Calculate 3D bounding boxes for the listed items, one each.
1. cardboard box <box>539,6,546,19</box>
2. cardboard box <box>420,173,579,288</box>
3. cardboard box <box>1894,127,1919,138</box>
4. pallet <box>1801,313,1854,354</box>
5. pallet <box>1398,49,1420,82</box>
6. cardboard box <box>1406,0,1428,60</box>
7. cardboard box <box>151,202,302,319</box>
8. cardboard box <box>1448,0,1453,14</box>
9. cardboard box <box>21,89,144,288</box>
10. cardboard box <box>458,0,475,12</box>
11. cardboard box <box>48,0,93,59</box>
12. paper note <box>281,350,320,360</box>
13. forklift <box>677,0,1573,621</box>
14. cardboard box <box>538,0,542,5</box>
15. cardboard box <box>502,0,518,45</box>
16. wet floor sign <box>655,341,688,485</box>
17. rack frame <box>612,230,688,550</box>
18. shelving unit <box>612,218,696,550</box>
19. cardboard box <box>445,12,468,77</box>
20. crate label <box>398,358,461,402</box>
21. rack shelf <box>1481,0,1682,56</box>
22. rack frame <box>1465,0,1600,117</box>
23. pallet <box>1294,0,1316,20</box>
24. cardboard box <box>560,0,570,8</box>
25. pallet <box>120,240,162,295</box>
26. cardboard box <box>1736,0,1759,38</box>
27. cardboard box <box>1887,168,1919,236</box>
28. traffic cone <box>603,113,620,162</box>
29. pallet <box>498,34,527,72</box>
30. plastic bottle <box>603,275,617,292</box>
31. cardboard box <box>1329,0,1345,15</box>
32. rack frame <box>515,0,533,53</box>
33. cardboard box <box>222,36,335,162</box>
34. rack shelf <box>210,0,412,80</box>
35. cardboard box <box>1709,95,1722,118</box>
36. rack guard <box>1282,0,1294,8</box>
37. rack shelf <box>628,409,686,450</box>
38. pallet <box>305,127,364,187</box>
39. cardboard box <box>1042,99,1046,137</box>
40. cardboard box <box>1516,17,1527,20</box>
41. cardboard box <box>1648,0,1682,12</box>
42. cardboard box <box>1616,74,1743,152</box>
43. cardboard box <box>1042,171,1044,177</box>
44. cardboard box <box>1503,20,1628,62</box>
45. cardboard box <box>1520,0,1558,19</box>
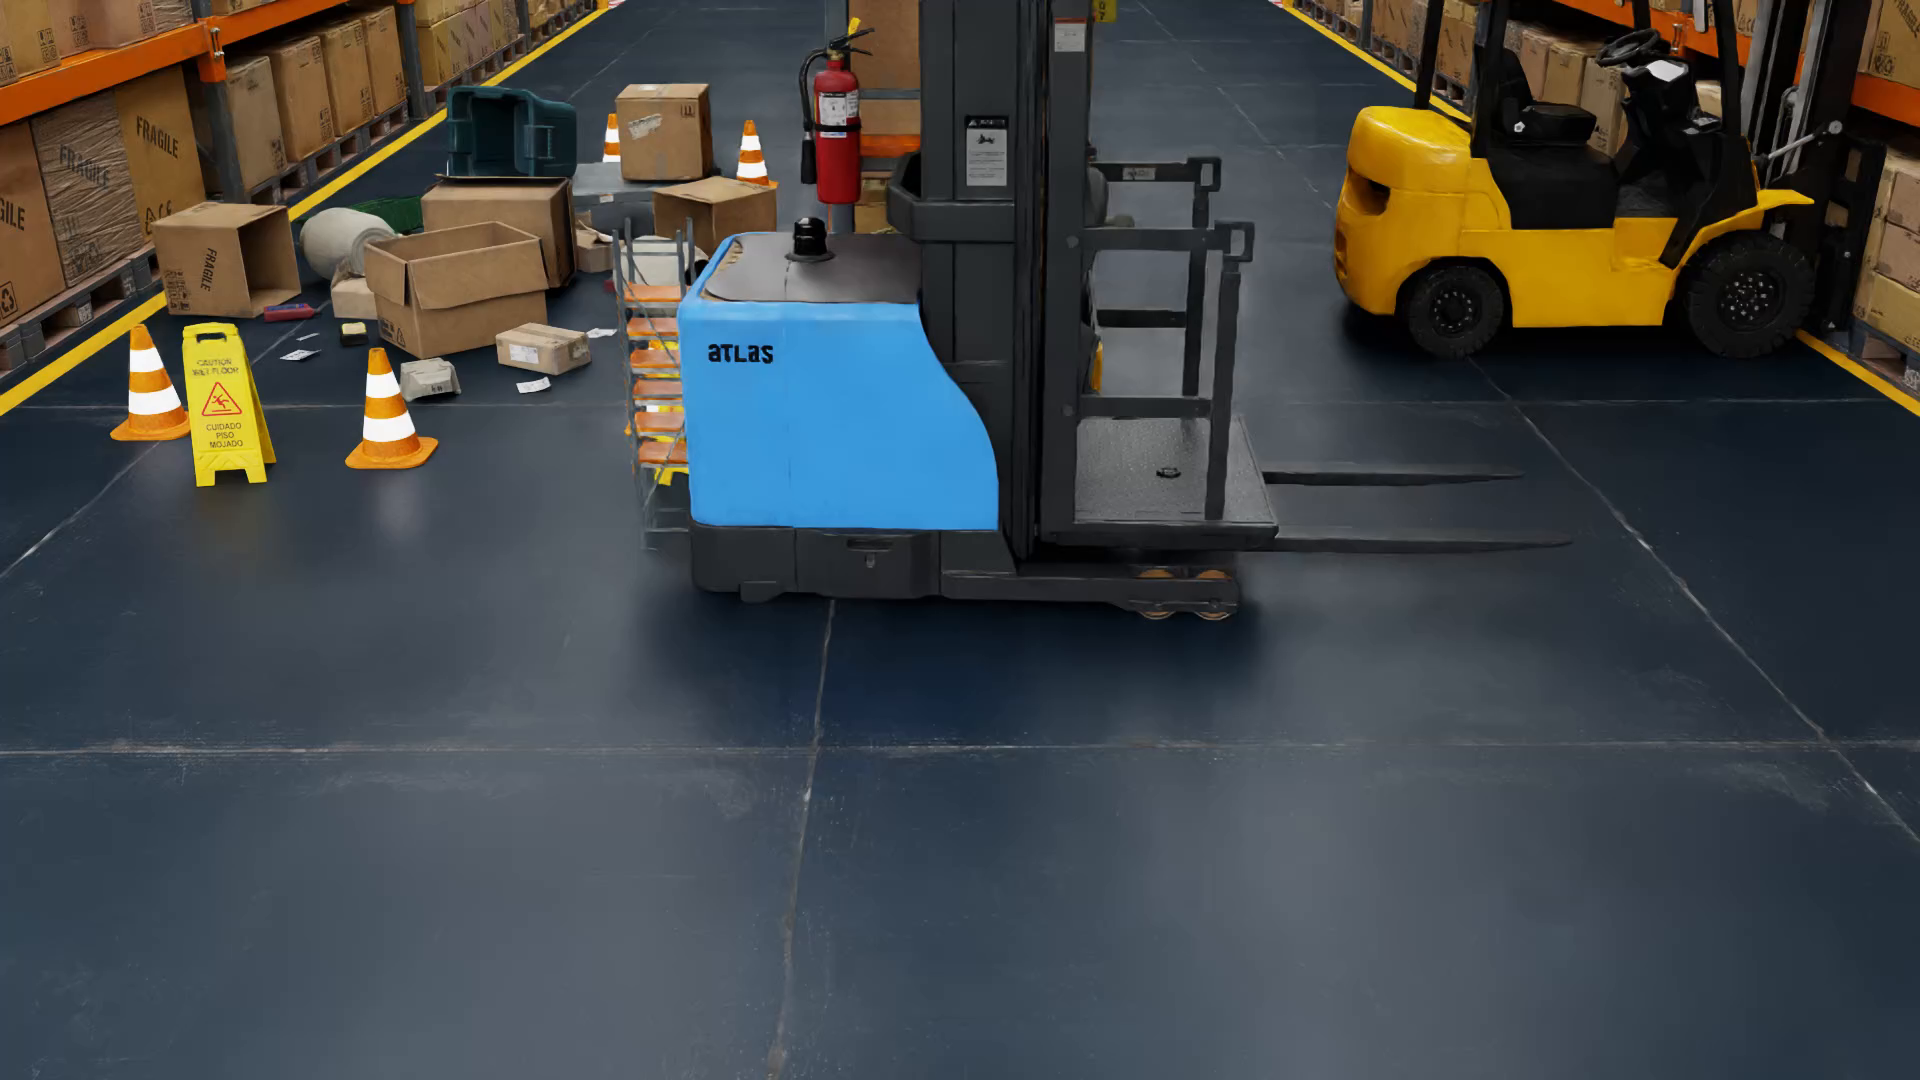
[{"bbox_3d":[-4.826,-5.841,18.475,0.380,0.149,0.250,0,24,-1],"label":"cardboard box"},{"bbox_3d":[-2.575,-1.727,9.293,0.797,0.637,0.503,0,24,-1],"label":"cardboard box"},{"bbox_3d":[5.139,-1.945,8.523,0.500,0.250,0.500,-1,24,-2],"label":"cardboard box"},{"bbox_3d":[4.897,-1.274,8.811,1.003,0.211,1.213,0,24,-1],"label":"pallet"},{"bbox_3d":[4.890,-4.564,16.084,1.003,0.211,1.213,0,24,-1],"label":"pallet"},{"bbox_3d":[4.623,-4.887,15.938,0.500,0.500,0.500,-1,24,-2],"label":"cardboard box"},{"bbox_3d":[-3.955,-1.516,8.993,0.500,0.500,0.500,4,25,9],"label":"cardboard box"},{"bbox_3d":[4.619,-4.796,14.952,0.380,0.149,0.250,-1,24,-2],"label":"cardboard box"},{"bbox_3d":[-5.047,-1.881,8.838,0.875,0.875,0.875,0,24,0],"label":"cardboard box"},{"bbox_3d":[-4.805,-5.029,15.344,0.500,0.250,0.500,0,24,0],"label":"cardboard box"},{"bbox_3d":[-5.065,-2.756,8.521,0.875,0.550,0.550,0,24,-1],"label":"cardboard box"},{"bbox_3d":[-3.273,-0.924,8.257,0.144,0.017,0.142,8,26,18],"label":"paper note"},{"bbox_3d":[0.600,-1.287,5.538,3.031,2.935,1.130,1,24,2],"label":"forklift"},{"bbox_3d":[-4.901,-6.080,18.641,0.380,0.149,0.250,-1,24,-3],"label":"cardboard box"},{"bbox_3d":[-4.825,-5.334,16.928,0.500,0.500,0.500,-1,24,-2],"label":"cardboard box"},{"bbox_3d":[-1.074,-0.549,6.680,0.267,0.644,0.232,8,26,18],"label":"wet floor sign"},{"bbox_3d":[-1.065,-0.509,5.917,0.240,1.200,0.006,1,24,2],"label":"rack frame"},{"bbox_3d":[-1.061,-0.546,6.000,0.258,1.200,0.189,1,24,2],"label":"shelving unit"},{"bbox_3d":[-4.803,-4.489,15.060,0.500,0.500,0.500,0,24,0],"label":"cardboard box"},{"bbox_3d":[-2.477,-0.750,7.743,0.250,0.136,0.298,-14,28,-28],"label":"crate label"},{"bbox_3d":[4.892,-3.873,12.047,1.077,0.370,4.000,0,24,-1],"label":"rack shelf"},{"bbox_3d":[4.870,-5.025,13.720,1.000,3.000,0.127,0,24,-1],"label":"rack frame"},{"bbox_3d":[4.794,-6.691,20.788,1.003,0.211,1.213,0,24,-1],"label":"pallet"},{"bbox_3d":[-4.830,-6.376,19.658,0.380,0.149,0.250,0,24,0],"label":"cardboard box"},{"bbox_3d":[-5.068,-1.705,9.763,1.003,0.211,1.213,0,24,-1],"label":"pallet"},{"bbox_3d":[4.680,-3.024,9.174,0.500,0.500,0.500,0,24,0],"label":"cardboard box"},{"bbox_3d":[4.629,-1.521,7.587,0.500,0.250,0.500,0,24,0],"label":"cardboard box"},{"bbox_3d":[-2.466,-2.817,11.916,0.336,0.463,0.334,0,24,-1],"label":"traffic cone"},{"bbox_3d":[-5.075,-4.994,17.036,1.003,0.211,1.213,0,24,-1],"label":"pallet"},{"bbox_3d":[-1.911,-1.474,9.434,0.133,0.061,0.283,4,25,9],"label":"plastic bottle"},{"bbox_3d":[4.677,-6.341,19.155,0.700,0.500,0.500,-1,24,-3],"label":"cardboard box"},{"bbox_3d":[-5.085,-6.585,17.171,1.000,3.000,0.127,0,24,-1],"label":"rack frame"},{"bbox_3d":[-5.101,-3.108,11.703,1.050,0.750,0.750,0,24,-1],"label":"cardboard box"},{"bbox_3d":[-5.020,-3.785,11.853,1.077,0.370,4.000,0,24,-1],"label":"rack shelf"},{"bbox_3d":[4.601,-2.359,9.440,0.500,0.250,0.500,0,24,0],"label":"cardboard box"},{"bbox_3d":[4.784,-7.151,21.455,1.175,0.500,0.348,0,24,-1],"label":"rack guard"},{"bbox_3d":[-1.060,-0.397,6.068,0.258,0.103,0.180,1,24,2],"label":"rack shelf"},{"bbox_3d":[-5.098,-2.840,12.273,1.003,0.211,1.213,0,24,-1],"label":"pallet"},{"bbox_3d":[0.198,-1.731,6.742,0.380,0.149,0.250,0,24,0],"label":"cardboard box"},{"bbox_3d":[5.160,-4.455,14.983,0.500,0.500,0.500,0,24,0],"label":"cardboard box"},{"bbox_3d":[4.647,-3.515,10.564,0.500,0.250,0.500,0,24,1],"label":"cardboard box"},{"bbox_3d":[4.897,-2.701,10.954,0.875,0.625,0.625,1,24,2],"label":"cardboard box"},{"bbox_3d":[0.251,-1.544,7.940,0.500,0.500,0.500,-1,24,-3],"label":"cardboard box"},{"bbox_3d":[4.863,-3.877,13.555,0.875,0.625,0.625,1,24,1],"label":"cardboard box"},{"bbox_3d":[5.200,-4.699,14.736,0.380,0.149,0.250,0,24,1],"label":"cardboard box"}]
